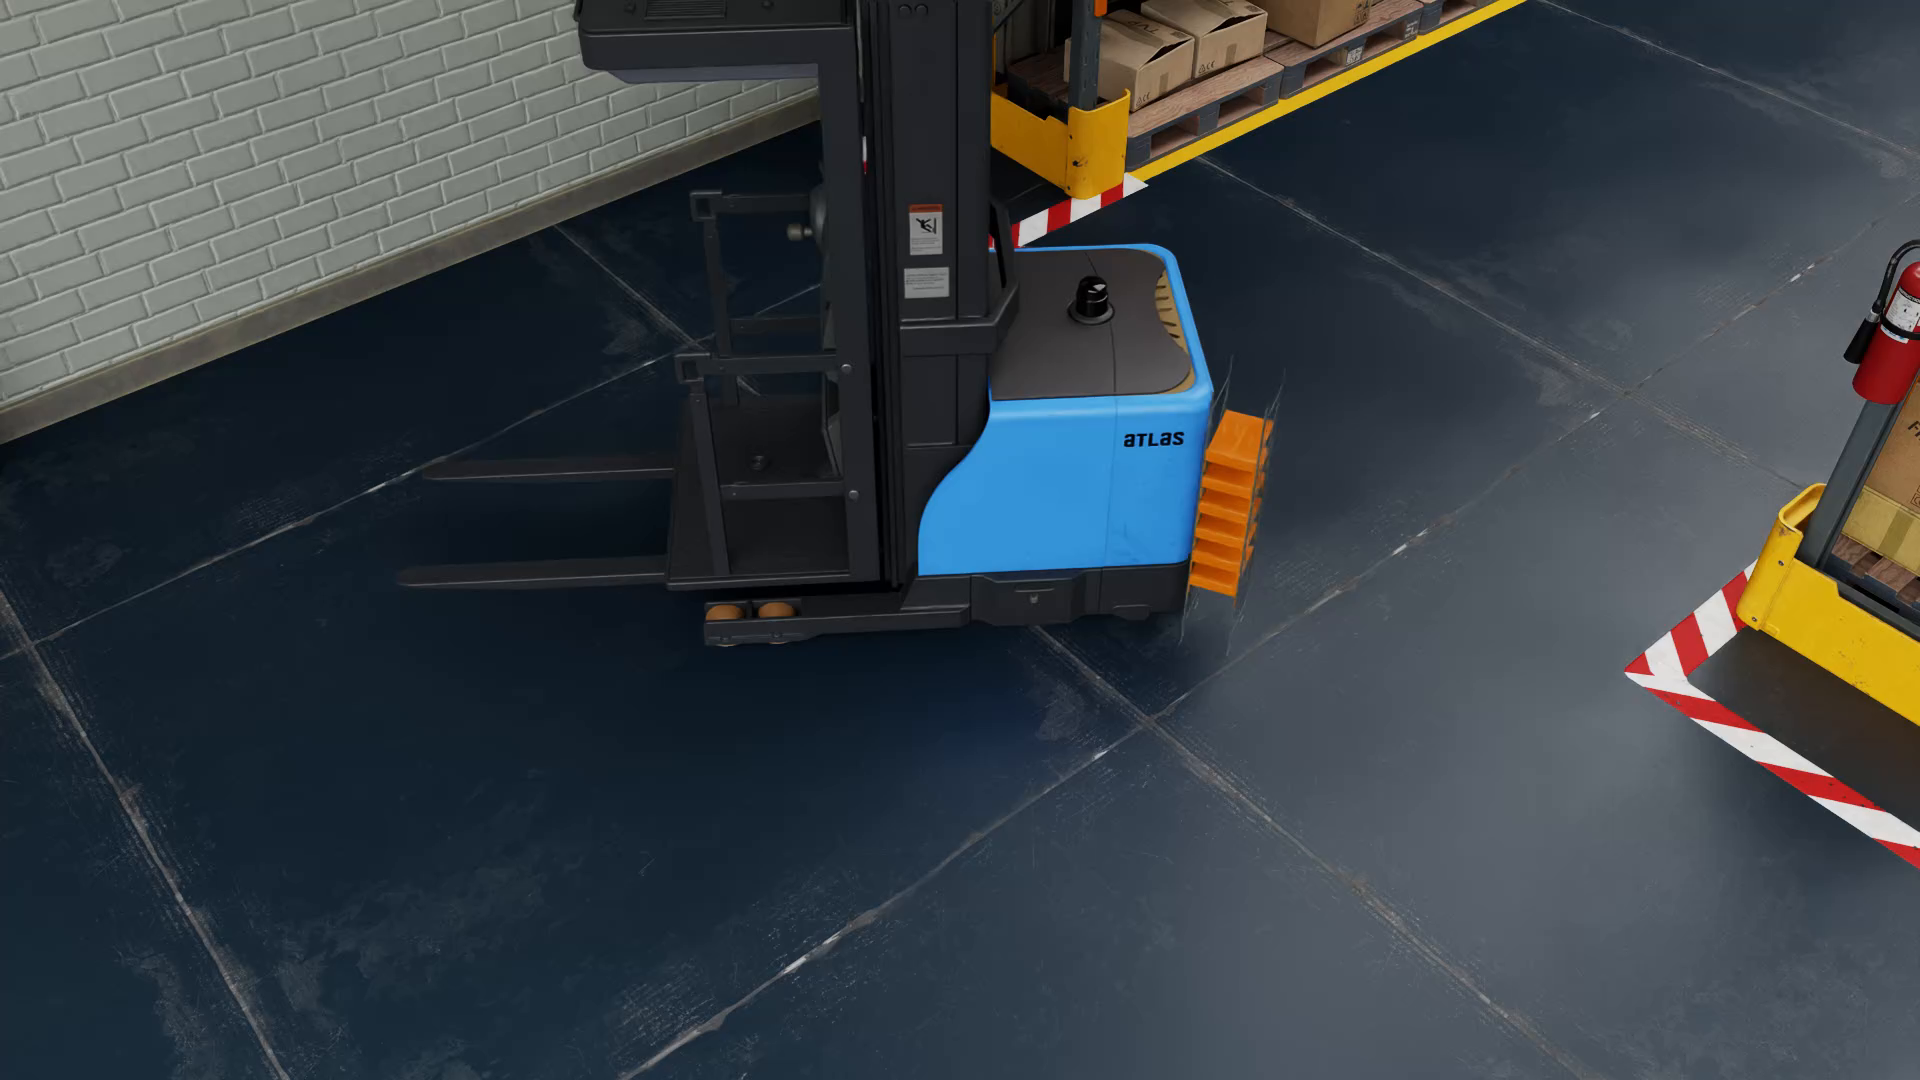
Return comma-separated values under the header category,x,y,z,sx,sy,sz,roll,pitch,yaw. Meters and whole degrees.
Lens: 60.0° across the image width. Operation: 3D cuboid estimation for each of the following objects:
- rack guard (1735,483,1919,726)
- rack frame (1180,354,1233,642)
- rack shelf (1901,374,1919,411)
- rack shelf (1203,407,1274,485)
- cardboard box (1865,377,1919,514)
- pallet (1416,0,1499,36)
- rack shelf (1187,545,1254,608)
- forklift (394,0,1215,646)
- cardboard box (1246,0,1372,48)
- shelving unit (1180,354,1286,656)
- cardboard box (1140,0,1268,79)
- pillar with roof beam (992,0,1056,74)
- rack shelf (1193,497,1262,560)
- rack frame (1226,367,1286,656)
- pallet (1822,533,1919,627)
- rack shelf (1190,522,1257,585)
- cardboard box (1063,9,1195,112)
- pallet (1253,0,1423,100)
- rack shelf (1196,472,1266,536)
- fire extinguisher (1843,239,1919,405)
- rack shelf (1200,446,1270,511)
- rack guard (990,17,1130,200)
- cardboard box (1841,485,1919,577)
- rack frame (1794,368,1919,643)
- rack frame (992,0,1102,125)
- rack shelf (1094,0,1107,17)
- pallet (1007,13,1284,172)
category,x,y,z,sx,sy,sz,roll,pitch,yaw
rack guard,3.489,0.331,6.032,0.348,0.500,1.175,-30,51,-28
rack frame,0.885,-0.122,6.002,0.006,1.200,0.240,16,46,16
rack shelf,5.041,-1.207,6.370,4.000,0.370,1.077,-30,51,-28
rack shelf,0.969,-0.326,5.759,0.180,0.103,0.258,16,46,16
cardboard box,3.728,-0.407,6.146,0.500,0.500,0.500,-30,51,-28
pallet,2.902,-3.617,10.447,1.213,0.211,1.003,-30,51,-28
rack shelf,0.970,0.109,6.172,0.180,0.103,0.258,16,46,16
forklift,-0.639,-1.040,5.716,3.031,2.935,1.130,-3,43,-3
cardboard box,1.947,-3.243,9.516,0.500,0.500,0.700,-33,52,-30
shelving unit,0.969,-0.097,5.976,0.189,1.200,0.258,16,46,16
cardboard box,1.352,-2.878,9.266,0.500,0.311,0.500,-26,49,-25
pillar with roof beam,3.070,-3.878,4.306,0.400,9.000,9.100,-30,51,-28
rack shelf,0.969,-0.065,6.007,0.180,0.103,0.258,16,46,16
rack frame,1.053,-0.073,5.950,0.006,1.200,0.240,16,46,16
pallet,4.067,0.068,6.524,1.213,0.211,1.003,-30,51,-28
rack shelf,0.969,0.022,6.089,0.180,0.103,0.258,16,46,16
cardboard box,0.914,-2.627,8.999,0.500,0.311,0.500,33,52,30
pallet,1.965,-3.079,9.874,1.213,0.211,1.003,-30,51,-28
rack shelf,0.969,-0.152,5.924,0.180,0.103,0.258,16,46,16
fire extinguisher,3.118,-0.755,5.419,0.183,0.674,0.296,-30,51,-28
rack shelf,0.969,-0.239,5.841,0.180,0.103,0.258,16,46,16
rack guard,0.384,-2.313,8.847,0.348,0.500,1.175,-30,51,-28
cardboard box,3.729,-0.132,6.401,0.500,0.250,0.500,-30,51,-28
rack frame,3.507,-0.591,5.188,0.127,3.000,1.000,-30,51,-28
rack frame,0.326,-3.190,7.956,0.127,3.000,1.000,-30,51,-28
rack shelf,1.860,-3.807,9.138,4.000,0.370,1.077,-30,51,-28
pallet,1.030,-2.546,9.306,1.213,0.211,1.003,-30,51,-28
